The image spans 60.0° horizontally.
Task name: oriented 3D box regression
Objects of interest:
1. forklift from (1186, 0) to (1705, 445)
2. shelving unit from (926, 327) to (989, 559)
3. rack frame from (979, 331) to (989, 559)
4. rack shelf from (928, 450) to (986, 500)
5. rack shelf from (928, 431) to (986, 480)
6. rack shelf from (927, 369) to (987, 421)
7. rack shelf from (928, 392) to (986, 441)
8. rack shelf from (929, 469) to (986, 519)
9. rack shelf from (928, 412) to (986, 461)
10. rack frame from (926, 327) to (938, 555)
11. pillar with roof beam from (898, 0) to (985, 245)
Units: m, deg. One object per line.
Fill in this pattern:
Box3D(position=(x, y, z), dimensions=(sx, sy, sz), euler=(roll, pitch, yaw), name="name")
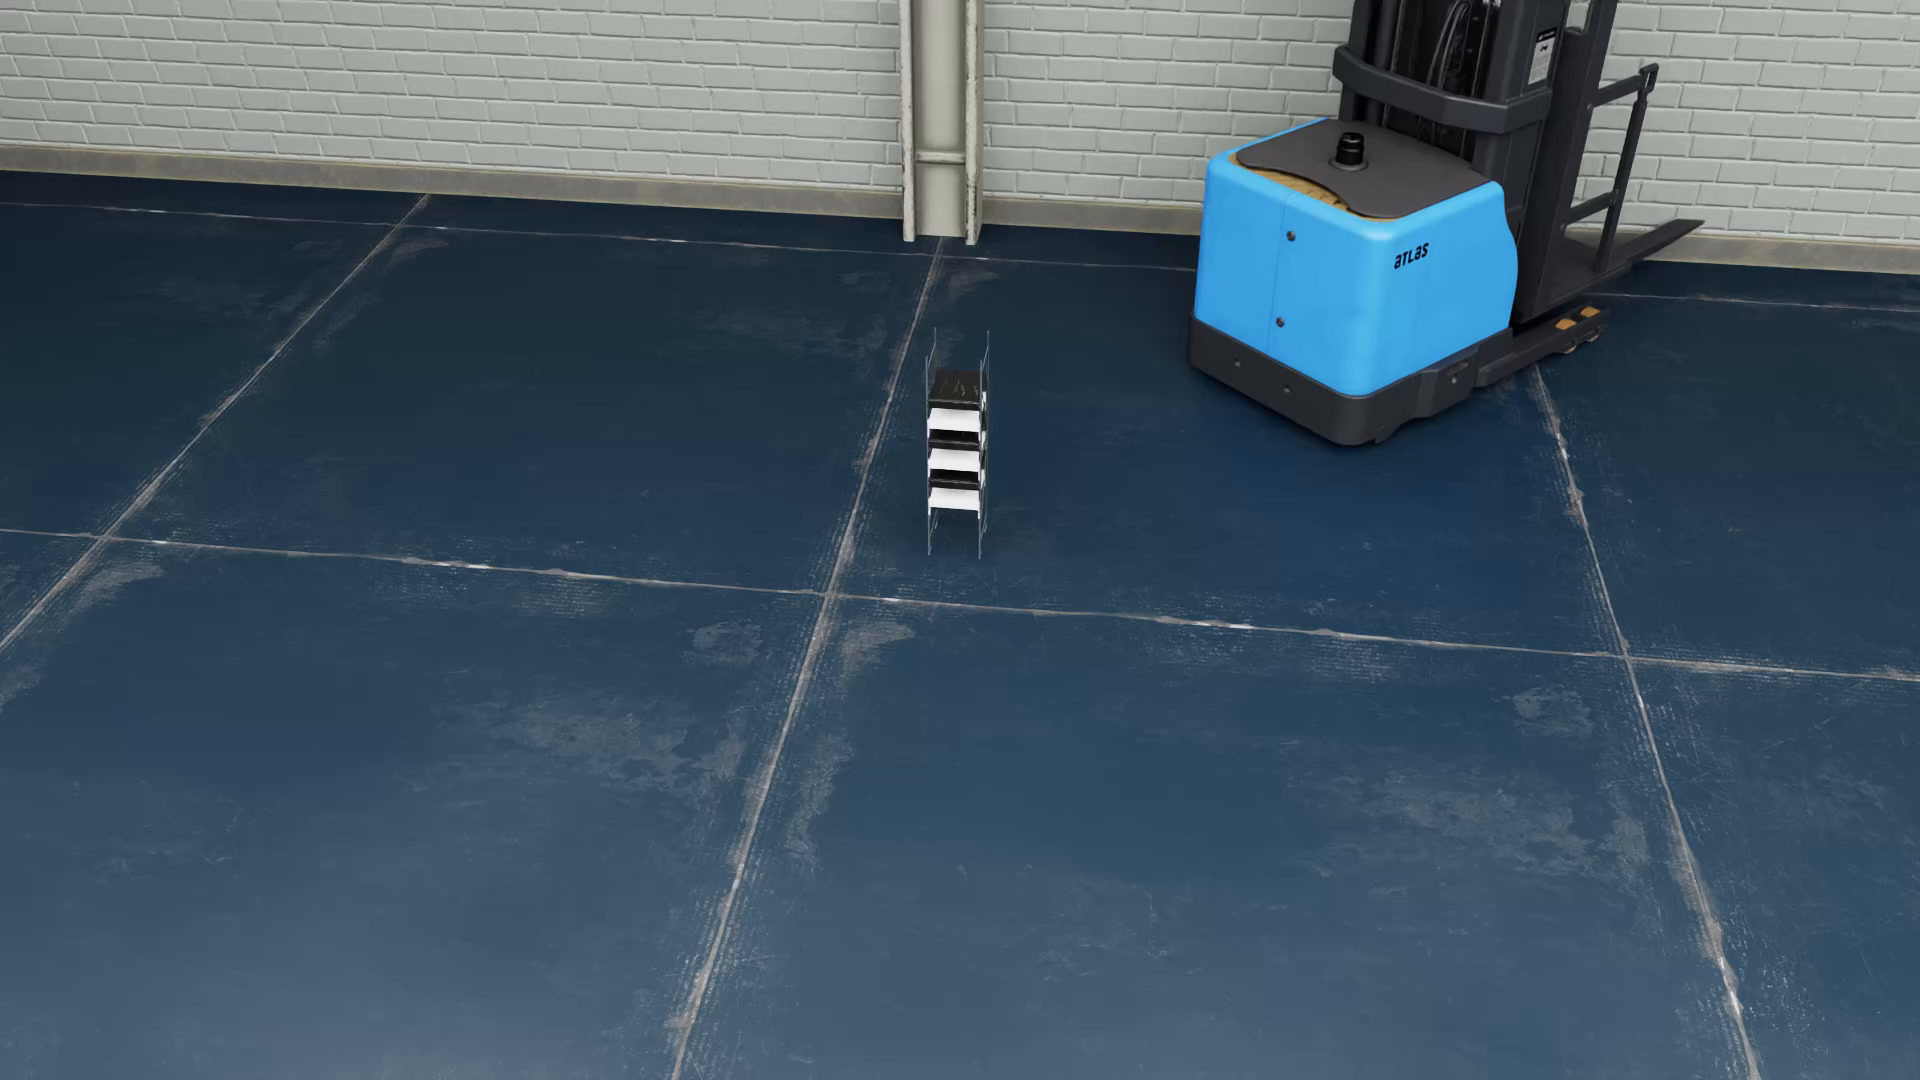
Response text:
Box3D(position=(2.530, -2.305, 7.456), dimensions=(3.031, 2.935, 1.130), euler=(-25, 42, -31), name="forklift")
Box3D(position=(-0.008, -0.367, 6.489), dimensions=(0.210, 0.900, 0.258), euler=(4, 36, 6), name="shelving unit")
Box3D(position=(0.093, -0.359, 6.479), dimensions=(0.006, 0.900, 0.240), euler=(4, 36, 6), name="rack frame")
Box3D(position=(-0.008, -0.267, 6.561), dimensions=(0.200, 0.077, 0.258), euler=(4, 36, 6), name="rack shelf")
Box3D(position=(-0.008, -0.340, 6.509), dimensions=(0.200, 0.077, 0.258), euler=(4, 36, 6), name="rack shelf")
Box3D(position=(-0.008, -0.560, 6.352), dimensions=(0.200, 0.077, 0.258), euler=(4, 36, 6), name="rack shelf")
Box3D(position=(-0.008, -0.486, 6.404), dimensions=(0.200, 0.077, 0.258), euler=(4, 36, 6), name="rack shelf")
Box3D(position=(-0.008, -0.193, 6.613), dimensions=(0.200, 0.077, 0.258), euler=(4, 36, 6), name="rack shelf")
Box3D(position=(-0.008, -0.413, 6.457), dimensions=(0.200, 0.077, 0.258), euler=(4, 36, 6), name="rack shelf")
Box3D(position=(-0.109, -0.374, 6.500), dimensions=(0.006, 0.900, 0.240), euler=(4, 36, 6), name="rack frame")
Box3D(position=(-0.639, -2.880, 3.039), dimensions=(0.400, 9.000, 9.100), euler=(4, 36, 6), name="pillar with roof beam")
